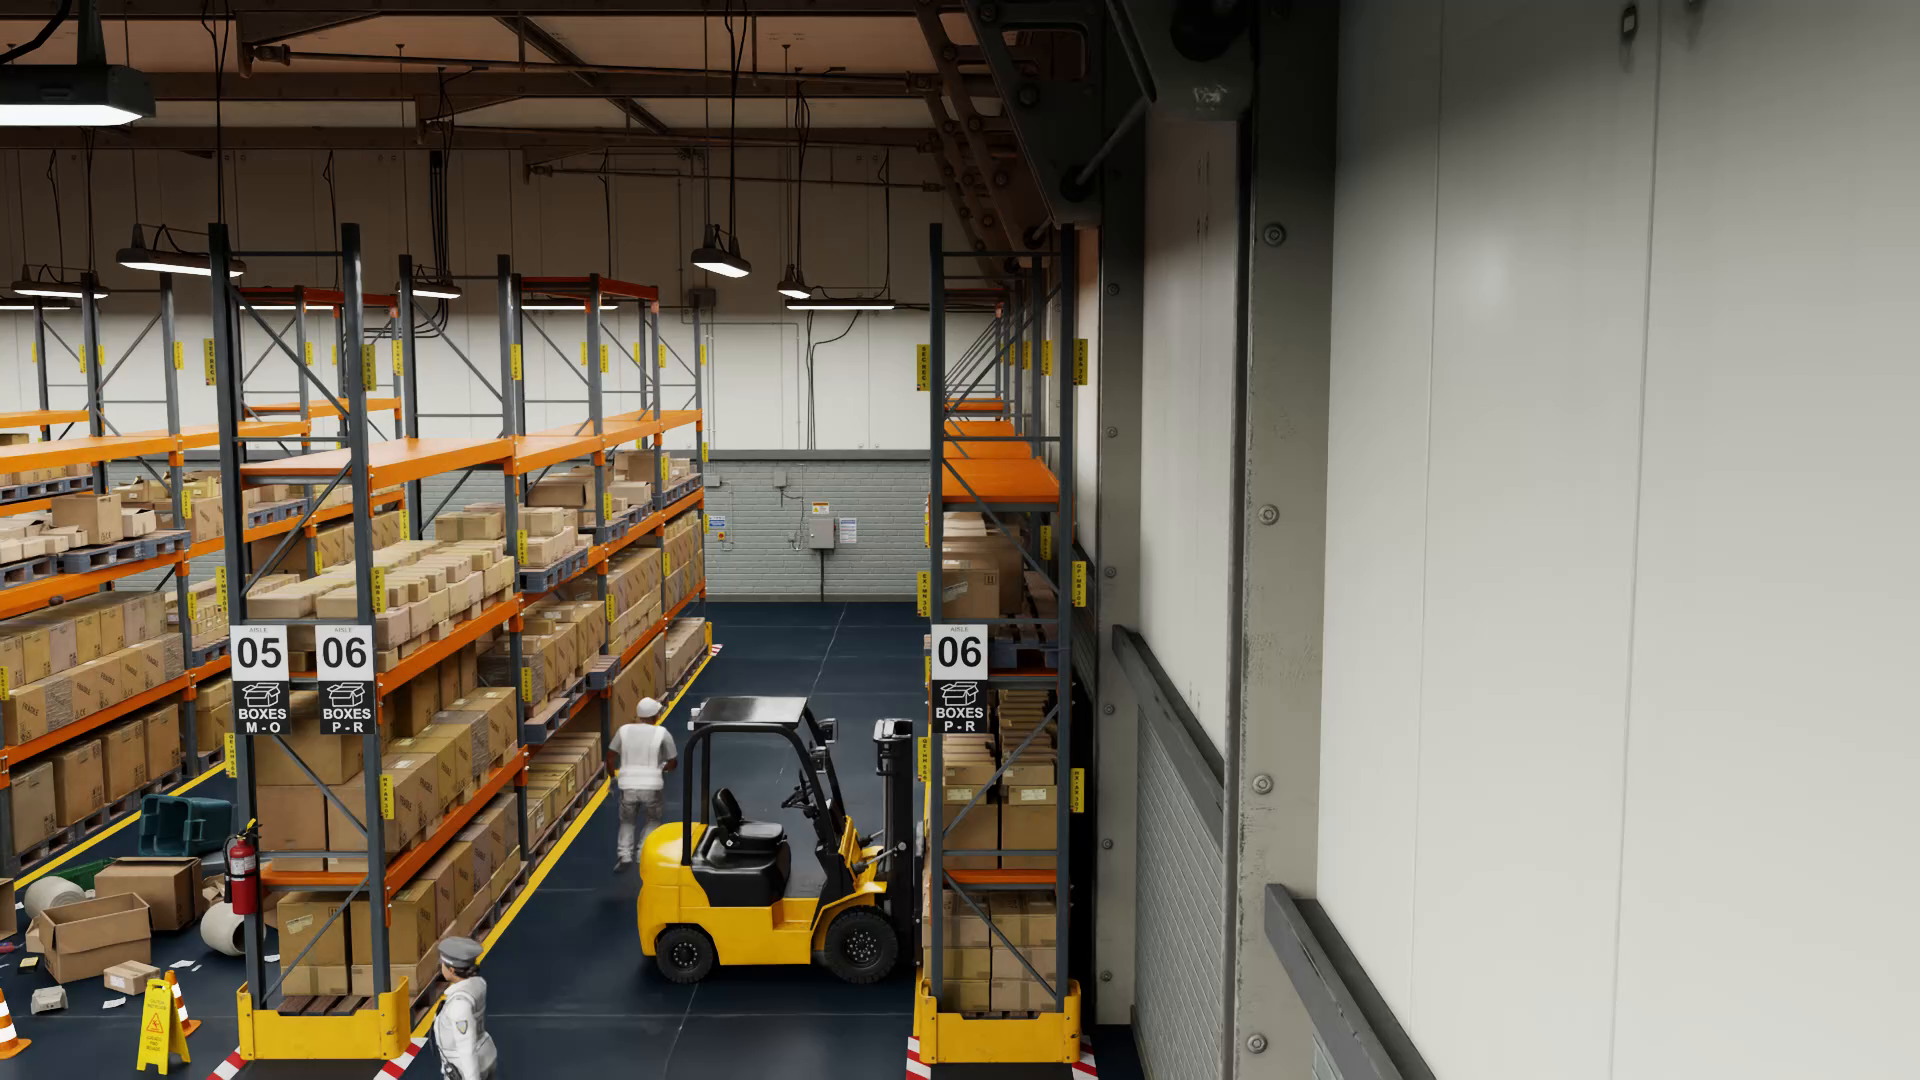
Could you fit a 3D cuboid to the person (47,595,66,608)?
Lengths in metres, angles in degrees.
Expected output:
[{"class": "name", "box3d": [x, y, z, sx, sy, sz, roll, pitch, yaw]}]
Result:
[{"class": "person", "box3d": [-12.731, 1.606, 23.427, 0.504, 1.660, 0.466, 4, 8, 28]}]

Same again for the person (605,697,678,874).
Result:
[{"class": "person", "box3d": [-3.037, 2.339, 15.896, 0.681, 1.639, 0.776, 0, 7, 2]}]

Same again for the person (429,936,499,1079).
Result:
[{"class": "person", "box3d": [-3.060, 3.181, 10.027, 1.023, 1.617, 0.512, 1, 7, 6]}]
